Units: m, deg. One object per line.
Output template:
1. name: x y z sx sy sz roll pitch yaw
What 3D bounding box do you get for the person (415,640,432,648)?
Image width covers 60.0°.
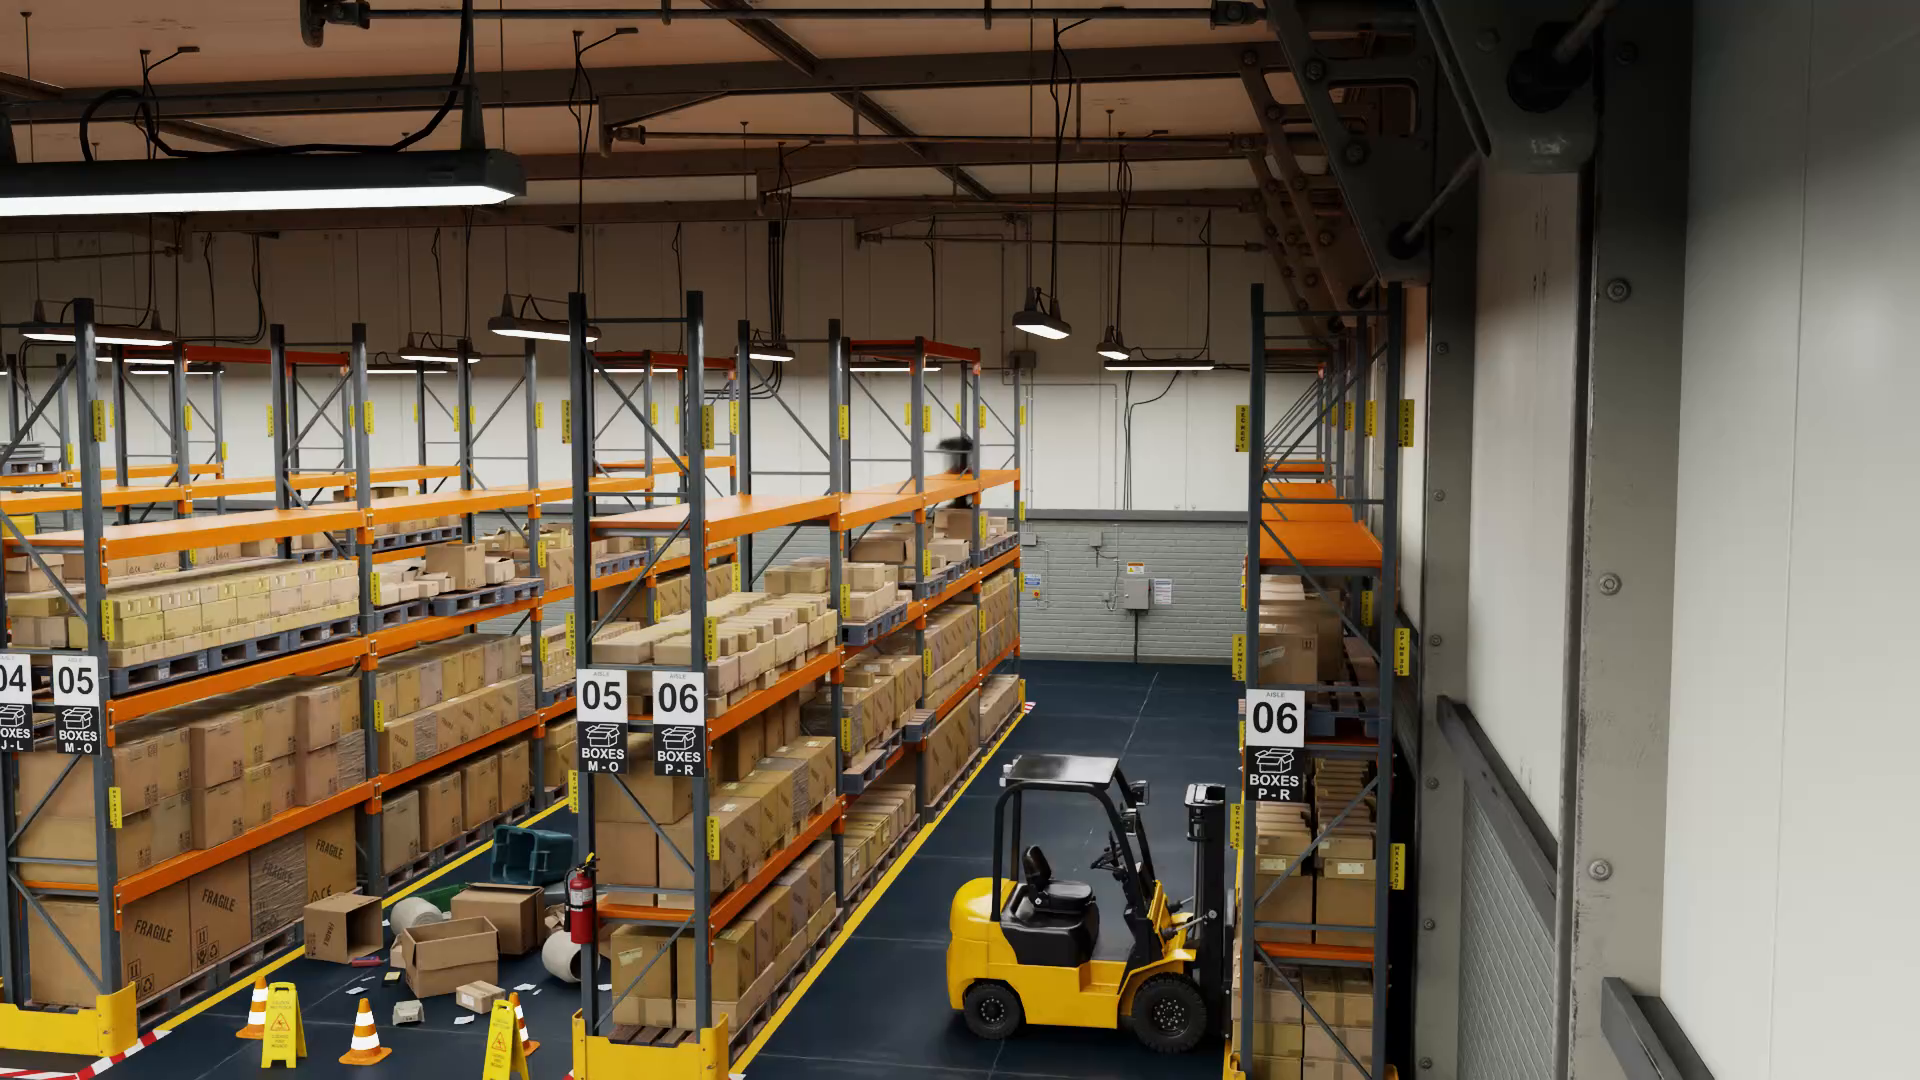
1. person: -8.199 2.302 25.822 0.638 1.603 0.854 -1 5 -14
